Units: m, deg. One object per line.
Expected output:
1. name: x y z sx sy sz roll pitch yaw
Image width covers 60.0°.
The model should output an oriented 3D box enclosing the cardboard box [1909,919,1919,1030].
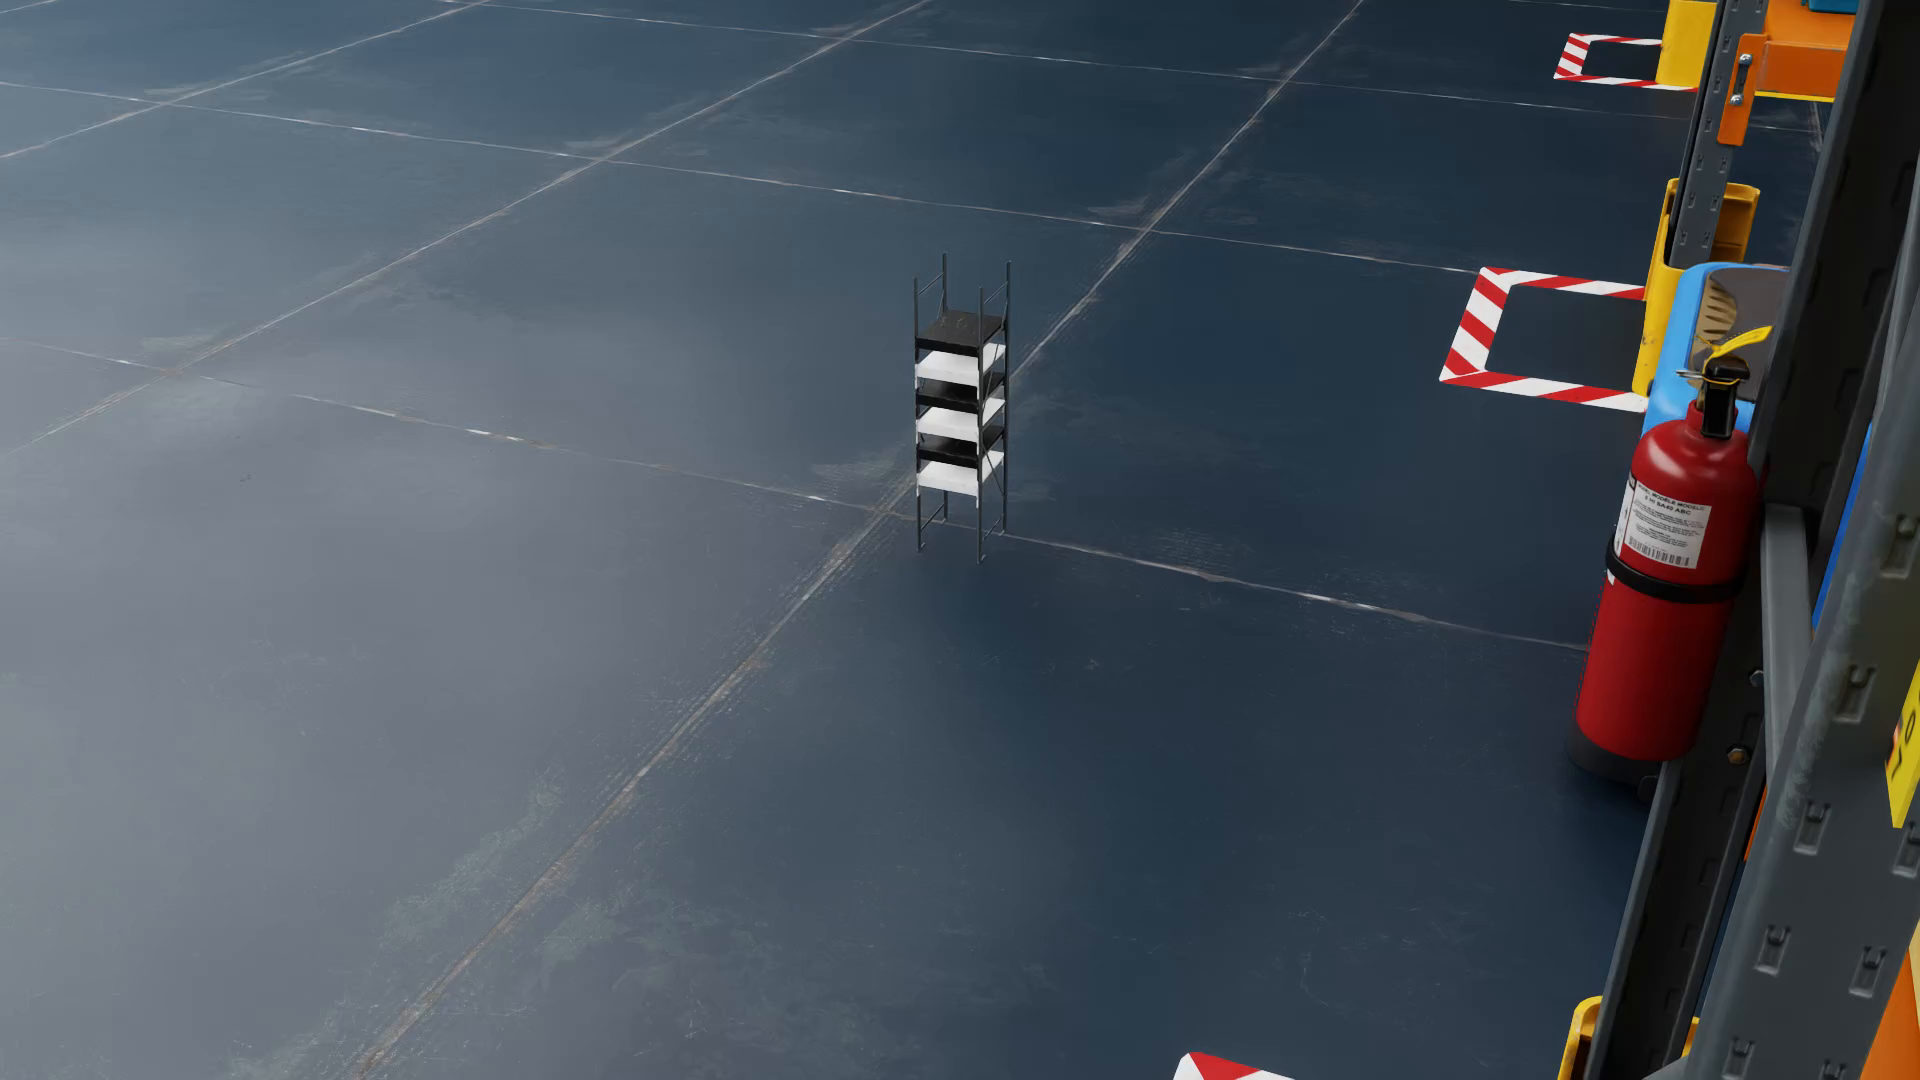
1. cardboard box: 1.108 0.457 1.649 0.250 0.149 0.380 11 31 19

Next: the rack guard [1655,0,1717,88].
1. rack guard: 4.640 -3.247 10.486 0.348 0.500 1.175 11 31 19

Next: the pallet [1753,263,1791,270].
1. pallet: 3.635 -0.713 6.298 1.213 0.211 1.003 11 31 19

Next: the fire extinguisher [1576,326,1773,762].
1. fire extinguisher: 1.001 -0.012 2.301 0.183 0.674 0.296 11 31 19

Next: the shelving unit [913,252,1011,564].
1. shelving unit: 0.008 -0.390 5.026 0.210 0.900 0.258 11 31 19

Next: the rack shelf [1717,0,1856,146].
1. rack shelf: 4.649 -1.389 5.391 4.000 0.370 1.077 11 31 19

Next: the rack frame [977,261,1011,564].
1. rack frame: 0.102 -0.371 4.993 0.006 0.900 0.240 11 31 19

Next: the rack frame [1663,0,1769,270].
1. rack frame: 2.796 -2.073 5.869 0.127 3.000 1.000 11 31 19

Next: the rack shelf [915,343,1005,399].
1. rack shelf: 0.008 -0.518 4.954 0.200 0.077 0.258 11 31 19

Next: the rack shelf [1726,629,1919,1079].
1. rack shelf: 2.787 0.869 1.395 4.000 0.370 1.077 11 31 19

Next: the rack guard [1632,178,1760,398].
1. rack guard: 2.884 -0.992 6.497 0.348 0.500 1.175 11 31 19

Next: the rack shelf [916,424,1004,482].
1. rack shelf: 0.008 -0.283 5.087 0.200 0.077 0.258 11 31 19

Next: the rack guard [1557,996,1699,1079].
1. rack guard: 1.004 1.288 2.463 0.348 0.500 1.175 11 31 19

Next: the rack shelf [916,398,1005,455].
1. rack shelf: 0.008 -0.361 5.042 0.200 0.077 0.258 11 31 19

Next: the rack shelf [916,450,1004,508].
1. rack shelf: 0.008 -0.205 5.131 0.200 0.077 0.258 11 31 19

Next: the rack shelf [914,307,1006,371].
1. rack shelf: 0.008 -0.596 4.909 0.200 0.077 0.258 11 31 19

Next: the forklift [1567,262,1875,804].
1. forklift: 3.080 -0.571 3.282 3.031 2.935 1.130 13 32 22

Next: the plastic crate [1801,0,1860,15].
1. plastic crate: 3.372 -2.052 5.983 0.616 0.251 0.499 11 31 19

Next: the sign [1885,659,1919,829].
1. sign: 0.730 0.056 1.222 0.005 0.325 0.100 11 31 19

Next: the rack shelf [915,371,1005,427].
1. rack shelf: 0.008 -0.440 4.998 0.200 0.077 0.258 11 31 19

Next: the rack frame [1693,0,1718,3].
1. rack frame: 4.662 -4.330 9.863 0.127 3.000 1.000 11 31 19

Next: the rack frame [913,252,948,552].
1. rack frame: -0.087 -0.409 5.059 0.006 0.900 0.240 11 31 19
